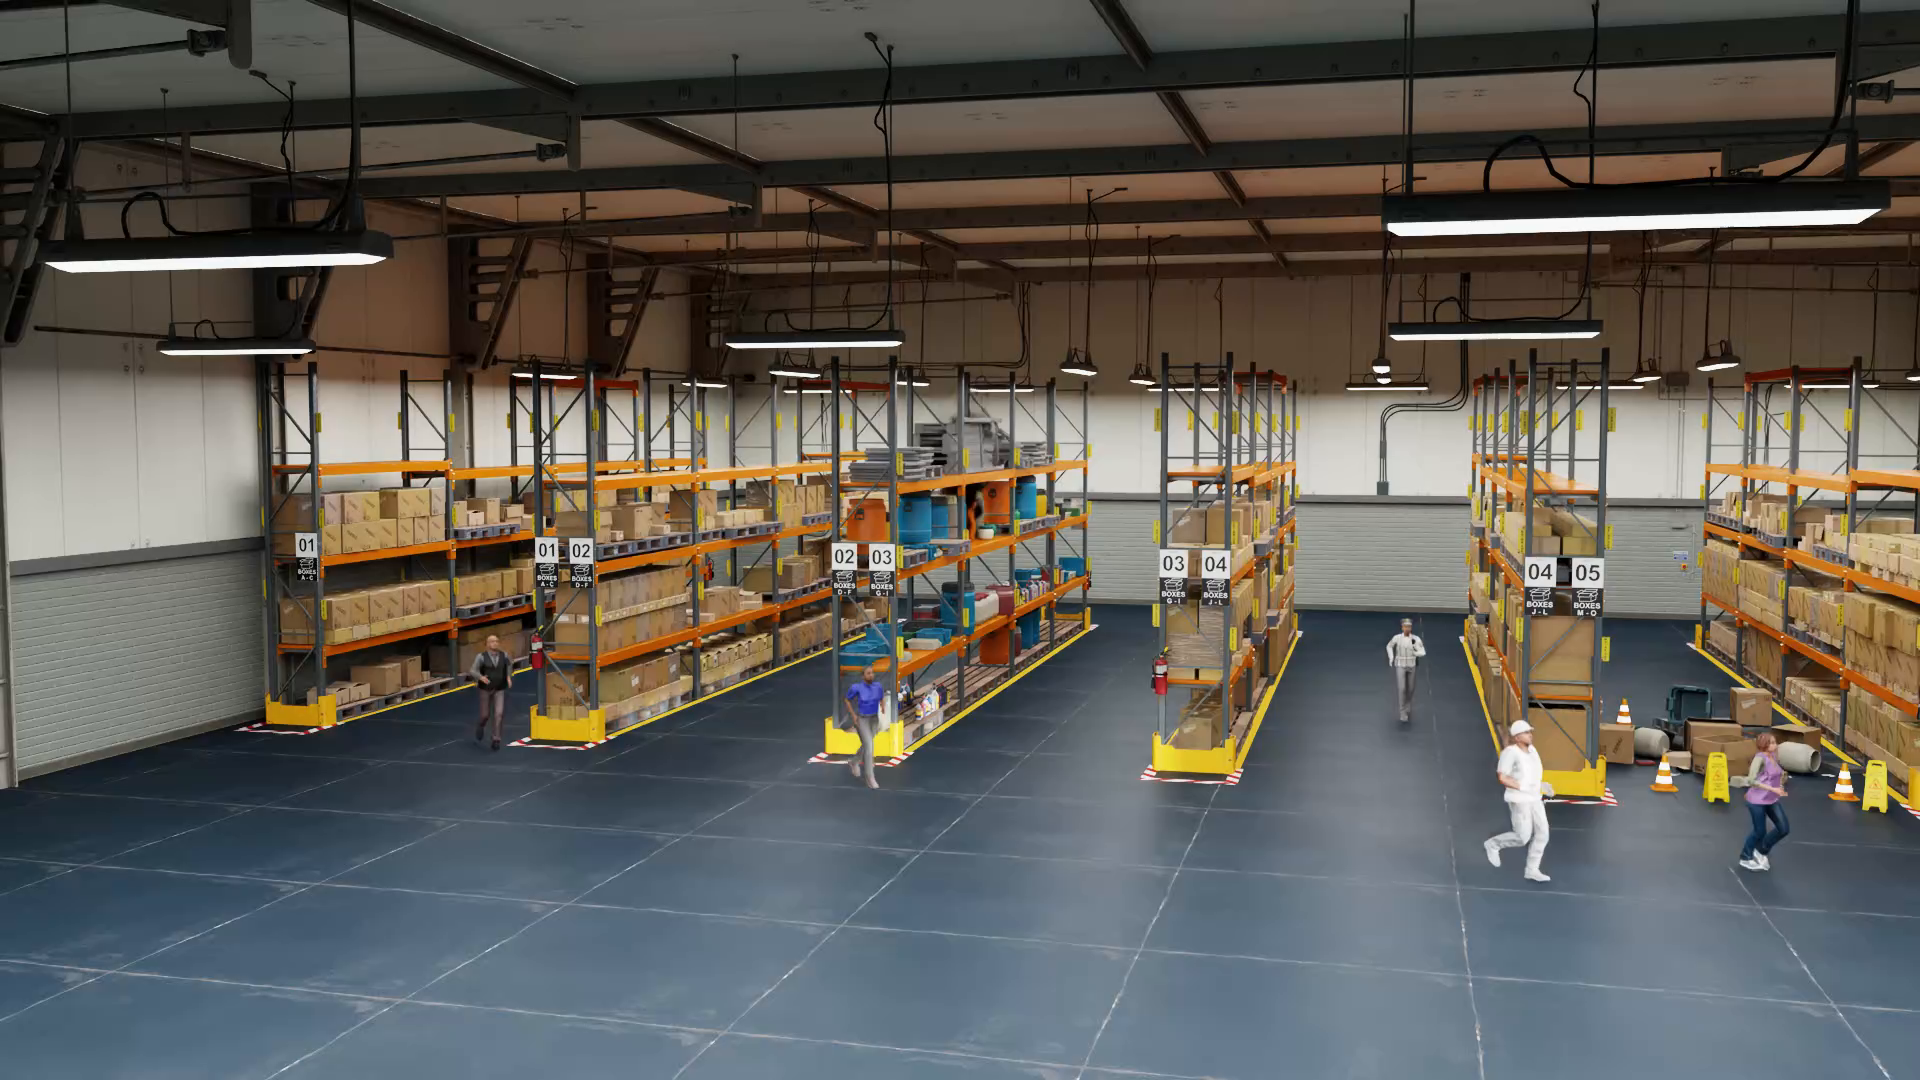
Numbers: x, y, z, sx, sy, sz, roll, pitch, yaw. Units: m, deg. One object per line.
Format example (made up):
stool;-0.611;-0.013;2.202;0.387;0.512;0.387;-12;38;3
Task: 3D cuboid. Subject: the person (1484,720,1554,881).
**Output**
person;6.168;2.848;18.286;0.689;1.740;0.748;-3;5;-39

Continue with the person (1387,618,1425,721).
person;7.545;2.154;28.120;0.608;1.683;0.940;1;4;8

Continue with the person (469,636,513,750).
person;-7.217;2.331;25.693;0.695;1.714;0.978;-2;5;-27

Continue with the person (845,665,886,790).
person;-1.309;2.553;23.076;0.559;1.681;0.845;-3;5;-35

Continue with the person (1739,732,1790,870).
person;8.937;2.912;18.435;0.541;1.568;0.604;-2;5;-31
